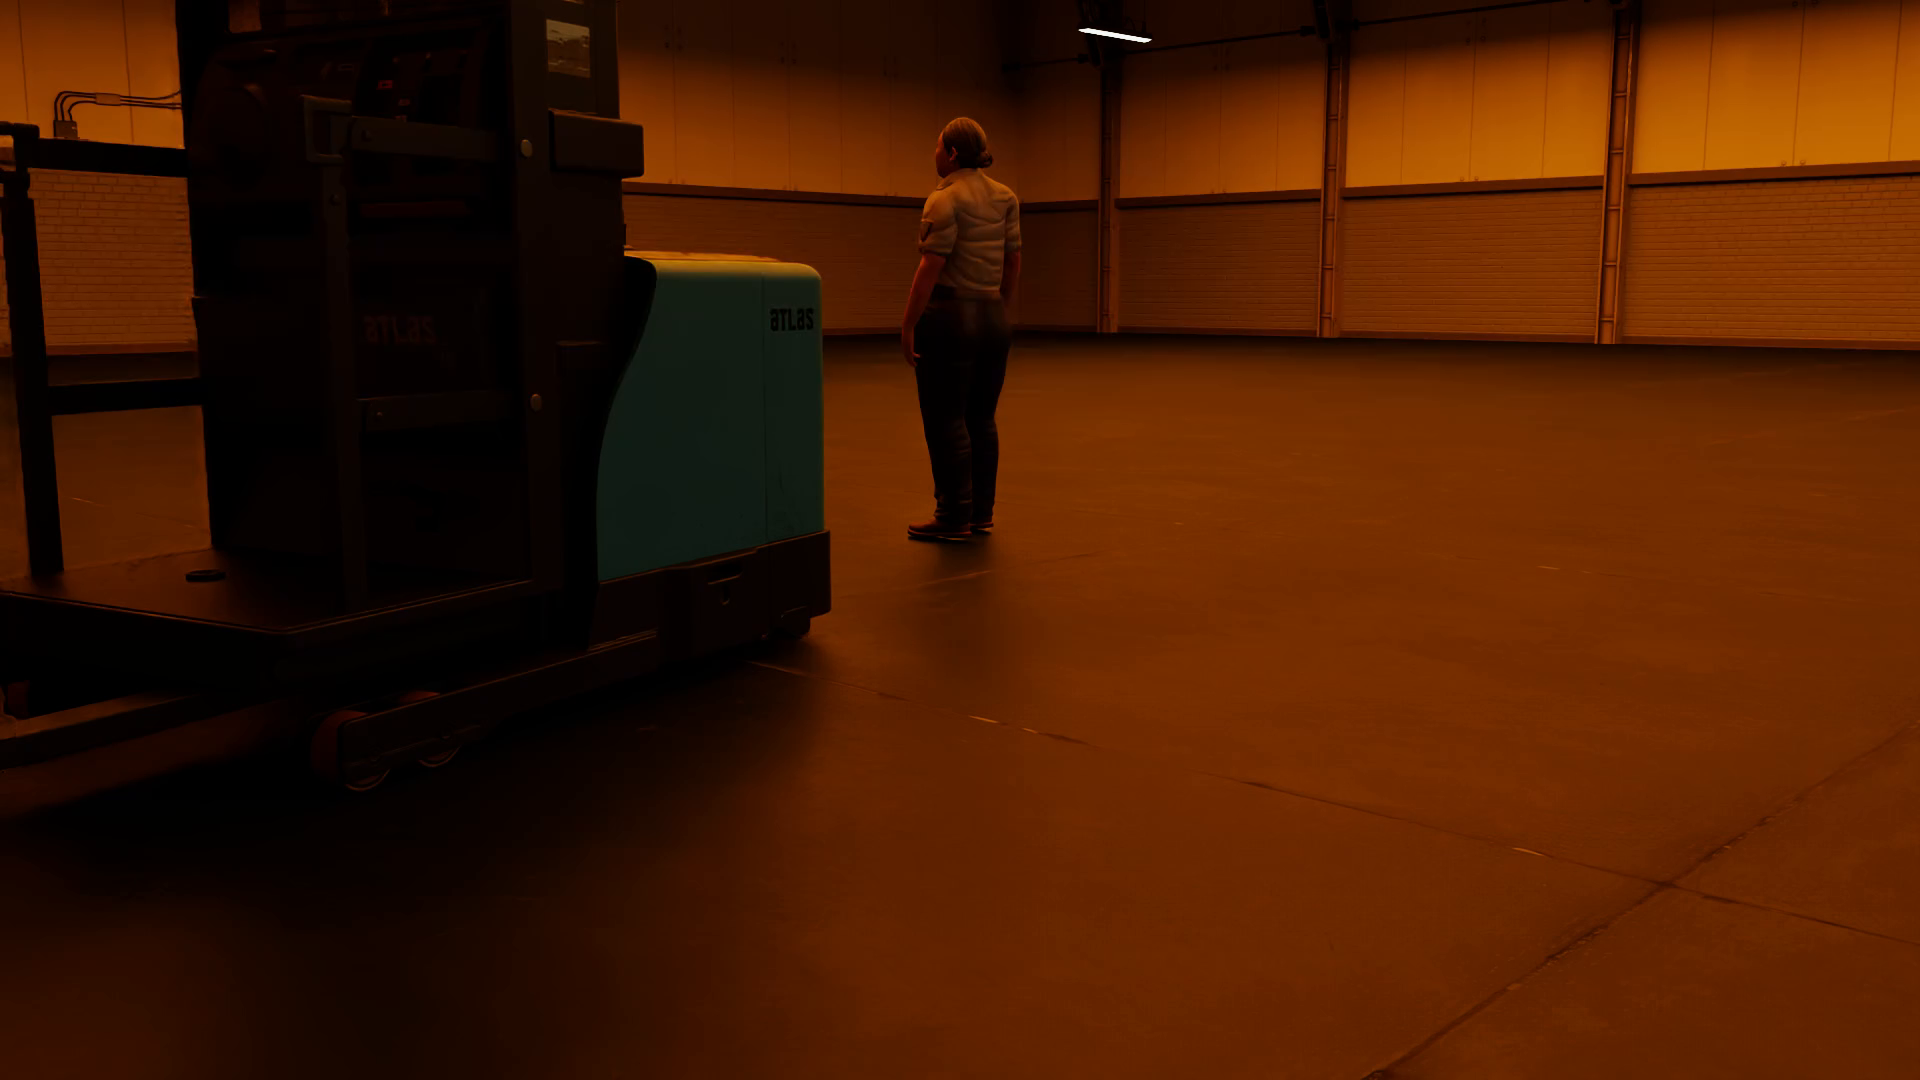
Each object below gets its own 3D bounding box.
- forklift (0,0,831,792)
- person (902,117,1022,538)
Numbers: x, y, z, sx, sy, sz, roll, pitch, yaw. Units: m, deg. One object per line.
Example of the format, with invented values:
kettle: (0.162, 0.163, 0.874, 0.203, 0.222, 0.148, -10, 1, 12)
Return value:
forklift: (-1.528, -1.018, 3.634, 1.130, 2.935, 3.031, 5, 10, 28)
person: (-0.048, -0.831, 6.672, 0.503, 1.643, 0.598, 8, 12, 43)
